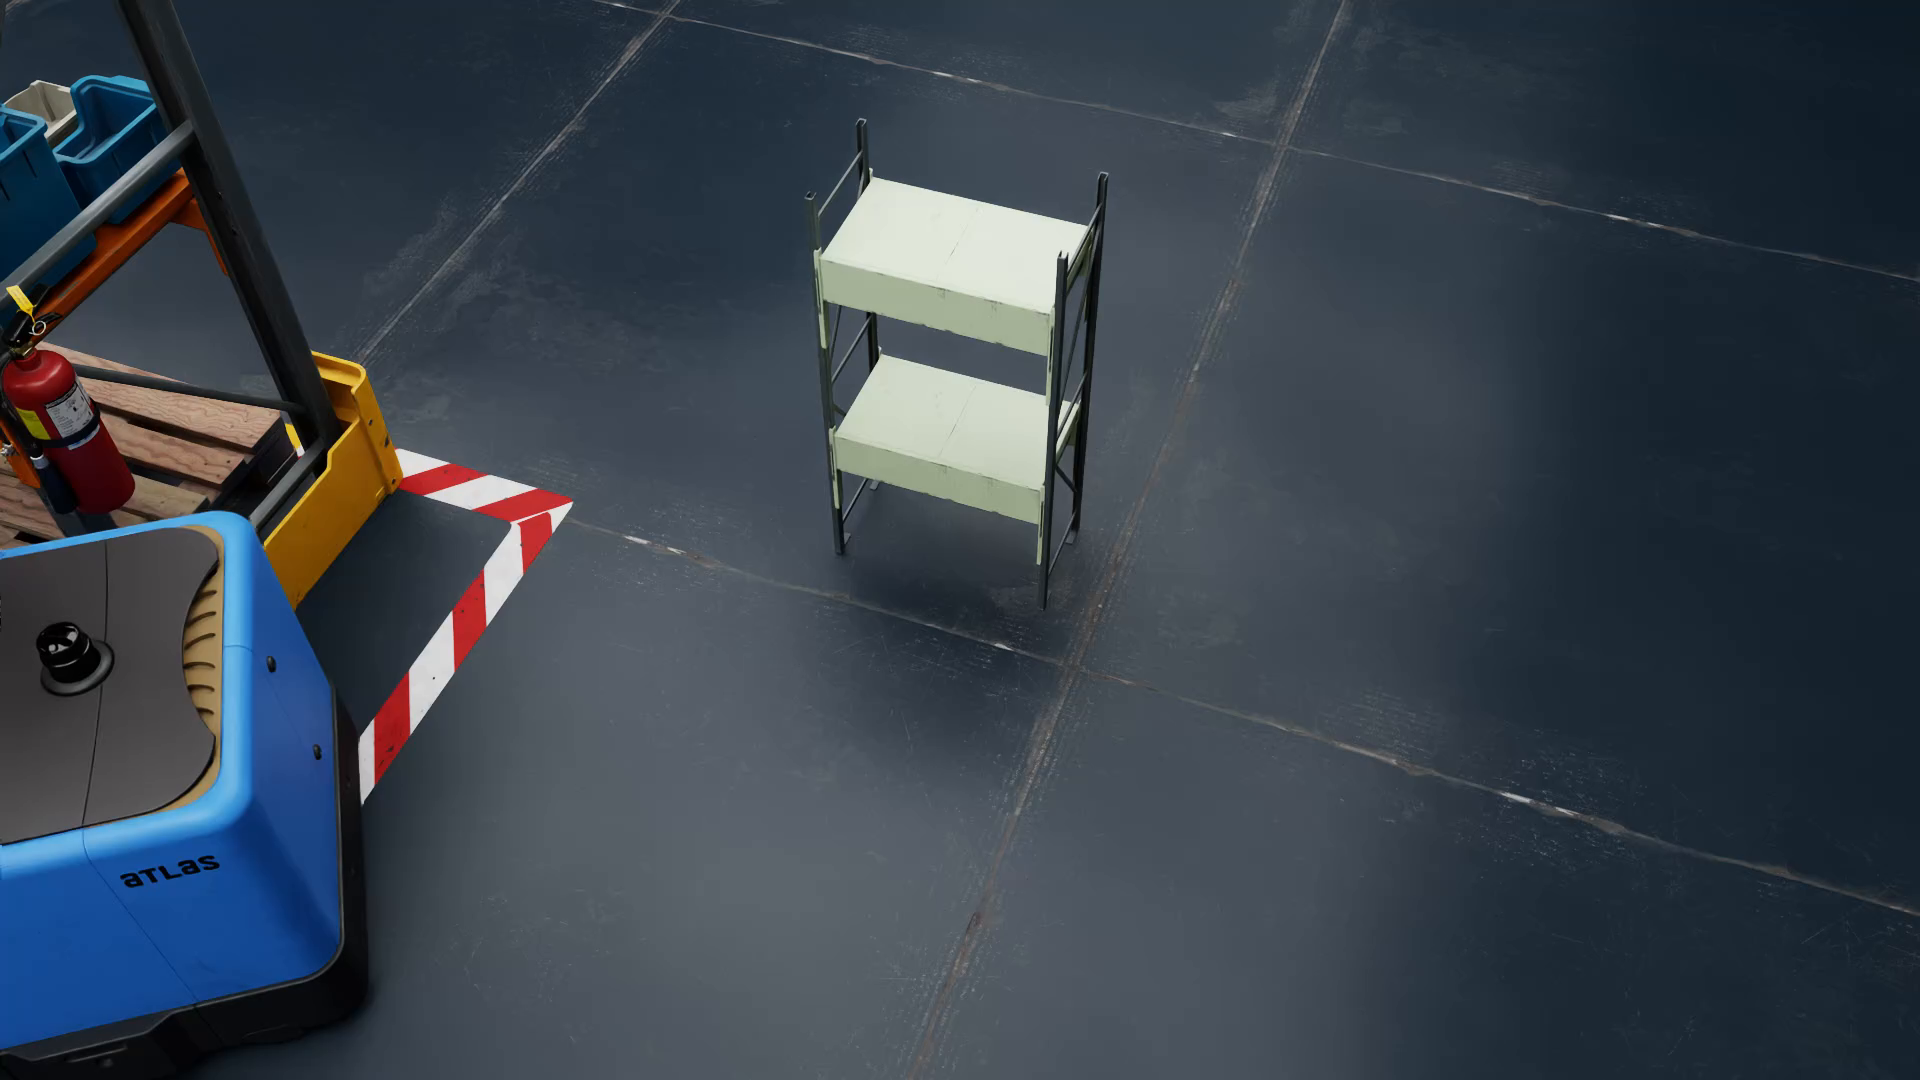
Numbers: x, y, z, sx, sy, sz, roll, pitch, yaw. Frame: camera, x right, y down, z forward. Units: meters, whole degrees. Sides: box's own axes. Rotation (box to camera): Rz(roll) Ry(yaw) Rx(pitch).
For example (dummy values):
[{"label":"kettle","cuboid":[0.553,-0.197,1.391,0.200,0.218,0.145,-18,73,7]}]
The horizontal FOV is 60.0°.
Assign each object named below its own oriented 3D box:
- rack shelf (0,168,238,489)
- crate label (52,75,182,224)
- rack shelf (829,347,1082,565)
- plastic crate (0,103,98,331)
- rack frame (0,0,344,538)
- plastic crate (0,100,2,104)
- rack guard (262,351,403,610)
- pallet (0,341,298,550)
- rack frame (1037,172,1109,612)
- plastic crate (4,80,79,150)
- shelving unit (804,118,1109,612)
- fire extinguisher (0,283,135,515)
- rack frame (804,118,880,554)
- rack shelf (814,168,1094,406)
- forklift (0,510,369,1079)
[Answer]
[{"label":"rack shelf","cuboid":[-4.238,-1.147,5.235,4.000,0.370,1.077,16,51,13]},{"label":"crate label","cuboid":[-2.479,-1.122,4.808,0.303,0.233,0.416,16,51,13]},{"label":"rack shelf","cuboid":[-0.006,-0.279,5.431,0.720,0.370,0.431,16,51,13]},{"label":"plastic crate","cuboid":[-2.740,-0.845,4.435,0.499,0.435,0.616,16,51,13]},{"label":"rack frame","cuboid":[-2.361,-0.859,4.509,0.127,3.000,1.000,16,51,13]},{"label":"plastic crate","cuboid":[-3.096,-1.294,4.958,0.300,0.233,0.416,16,51,13]},{"label":"rack guard","cuboid":[-2.334,-0.043,5.457,0.348,0.500,1.175,16,51,13]},{"label":"pallet","cuboid":[-3.122,-0.189,5.774,1.213,0.211,1.003,16,51,13]},{"label":"rack frame","cuboid":[0.337,-0.397,5.102,0.023,1.500,0.400,16,51,13]},{"label":"plastic crate","cuboid":[-2.751,-1.233,4.968,0.298,0.136,0.250,16,51,13]},{"label":"shelving unit","cuboid":[-0.006,-0.493,5.185,0.755,1.500,0.431,16,51,13]},{"label":"fire extinguisher","cuboid":[-2.377,-0.350,4.366,0.183,0.674,0.296,16,51,13]},{"label":"rack frame","cuboid":[-0.350,-0.589,5.268,0.023,1.500,0.400,16,51,13]},{"label":"rack shelf","cuboid":[-0.006,-0.749,4.890,0.720,0.370,0.431,16,51,13]},{"label":"forklift","cuboid":[-3.208,0.297,3.553,3.031,2.935,1.130,-12,50,-10]}]
